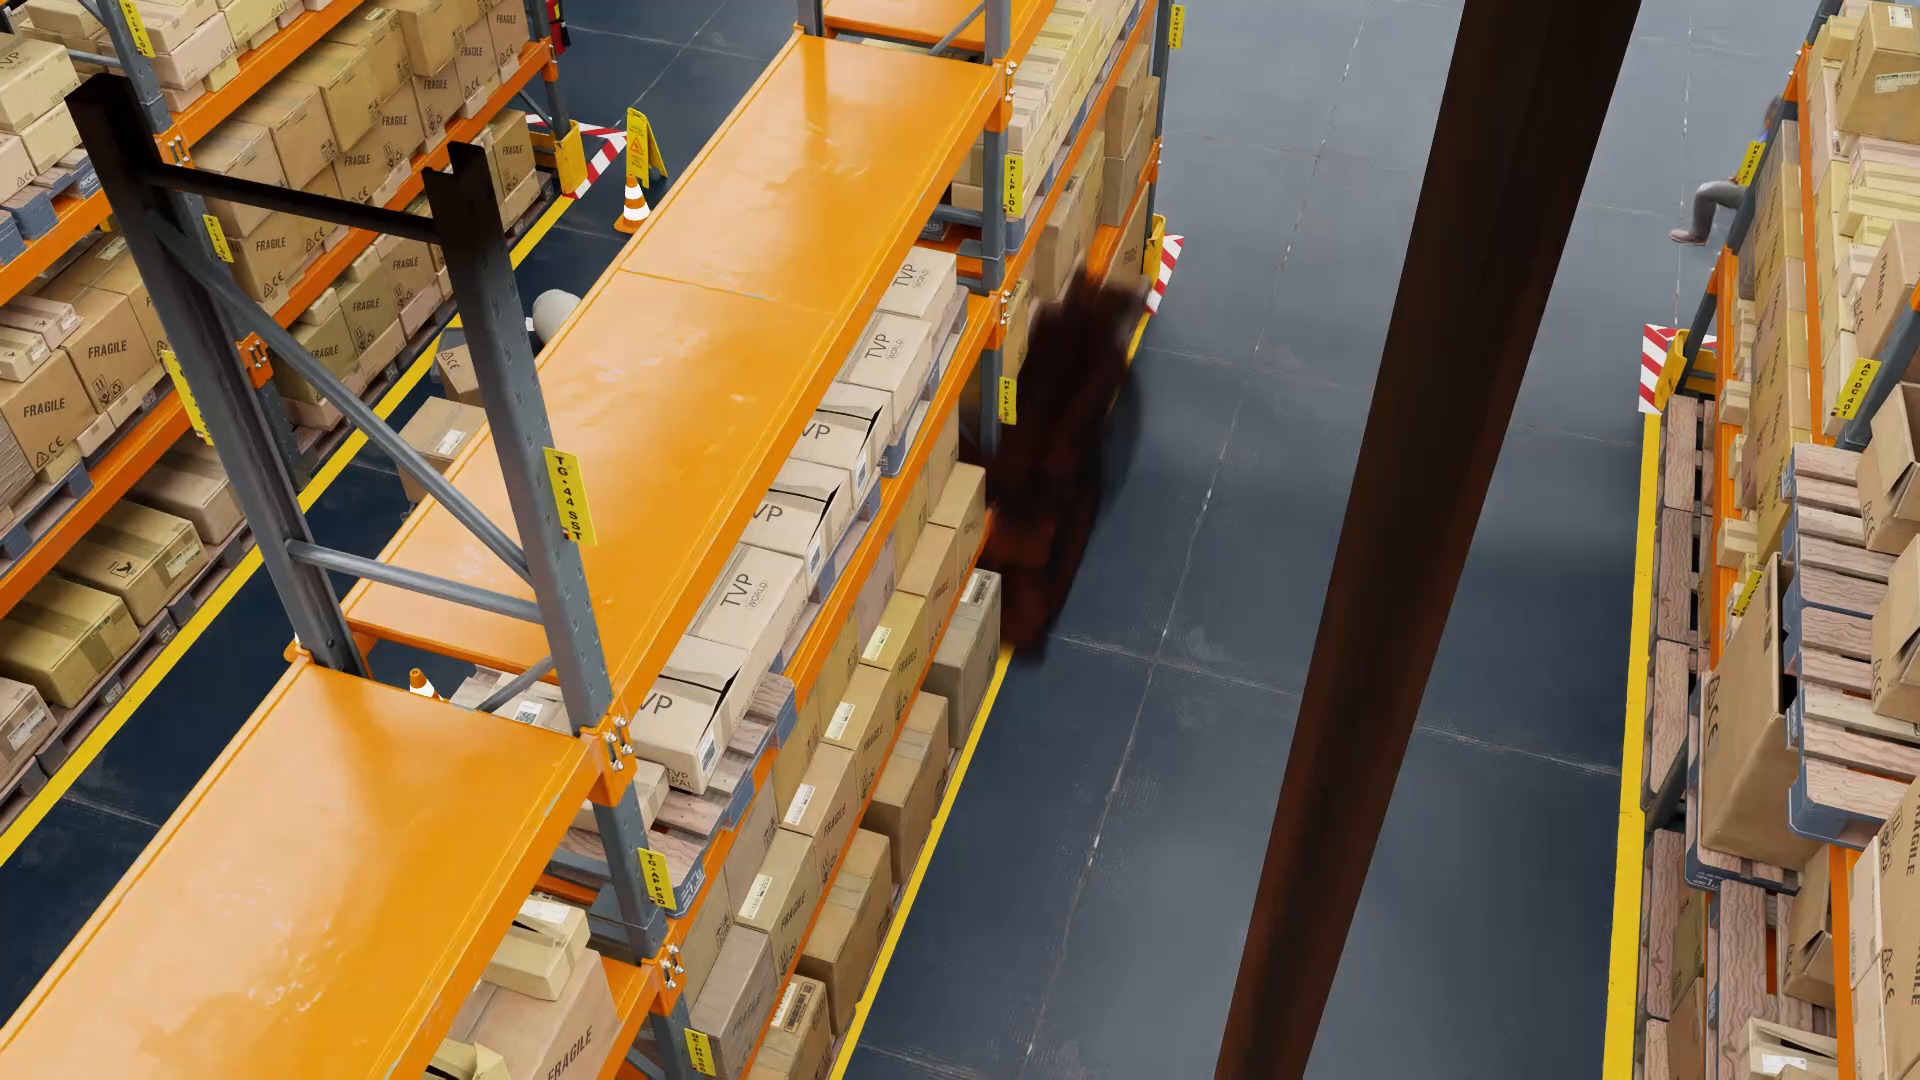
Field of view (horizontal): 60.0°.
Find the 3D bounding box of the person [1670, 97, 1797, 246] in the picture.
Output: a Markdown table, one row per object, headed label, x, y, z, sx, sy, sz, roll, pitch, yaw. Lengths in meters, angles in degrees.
| label | x | y | z | sx | sy | sz | roll | pitch | yaw |
| --- | --- | --- | --- | --- | --- | --- | --- | --- | --- |
| person | 6.011 | -2.613 | 12.520 | 0.976 | 1.592 | 0.406 | 36 | 55 | 30 |
